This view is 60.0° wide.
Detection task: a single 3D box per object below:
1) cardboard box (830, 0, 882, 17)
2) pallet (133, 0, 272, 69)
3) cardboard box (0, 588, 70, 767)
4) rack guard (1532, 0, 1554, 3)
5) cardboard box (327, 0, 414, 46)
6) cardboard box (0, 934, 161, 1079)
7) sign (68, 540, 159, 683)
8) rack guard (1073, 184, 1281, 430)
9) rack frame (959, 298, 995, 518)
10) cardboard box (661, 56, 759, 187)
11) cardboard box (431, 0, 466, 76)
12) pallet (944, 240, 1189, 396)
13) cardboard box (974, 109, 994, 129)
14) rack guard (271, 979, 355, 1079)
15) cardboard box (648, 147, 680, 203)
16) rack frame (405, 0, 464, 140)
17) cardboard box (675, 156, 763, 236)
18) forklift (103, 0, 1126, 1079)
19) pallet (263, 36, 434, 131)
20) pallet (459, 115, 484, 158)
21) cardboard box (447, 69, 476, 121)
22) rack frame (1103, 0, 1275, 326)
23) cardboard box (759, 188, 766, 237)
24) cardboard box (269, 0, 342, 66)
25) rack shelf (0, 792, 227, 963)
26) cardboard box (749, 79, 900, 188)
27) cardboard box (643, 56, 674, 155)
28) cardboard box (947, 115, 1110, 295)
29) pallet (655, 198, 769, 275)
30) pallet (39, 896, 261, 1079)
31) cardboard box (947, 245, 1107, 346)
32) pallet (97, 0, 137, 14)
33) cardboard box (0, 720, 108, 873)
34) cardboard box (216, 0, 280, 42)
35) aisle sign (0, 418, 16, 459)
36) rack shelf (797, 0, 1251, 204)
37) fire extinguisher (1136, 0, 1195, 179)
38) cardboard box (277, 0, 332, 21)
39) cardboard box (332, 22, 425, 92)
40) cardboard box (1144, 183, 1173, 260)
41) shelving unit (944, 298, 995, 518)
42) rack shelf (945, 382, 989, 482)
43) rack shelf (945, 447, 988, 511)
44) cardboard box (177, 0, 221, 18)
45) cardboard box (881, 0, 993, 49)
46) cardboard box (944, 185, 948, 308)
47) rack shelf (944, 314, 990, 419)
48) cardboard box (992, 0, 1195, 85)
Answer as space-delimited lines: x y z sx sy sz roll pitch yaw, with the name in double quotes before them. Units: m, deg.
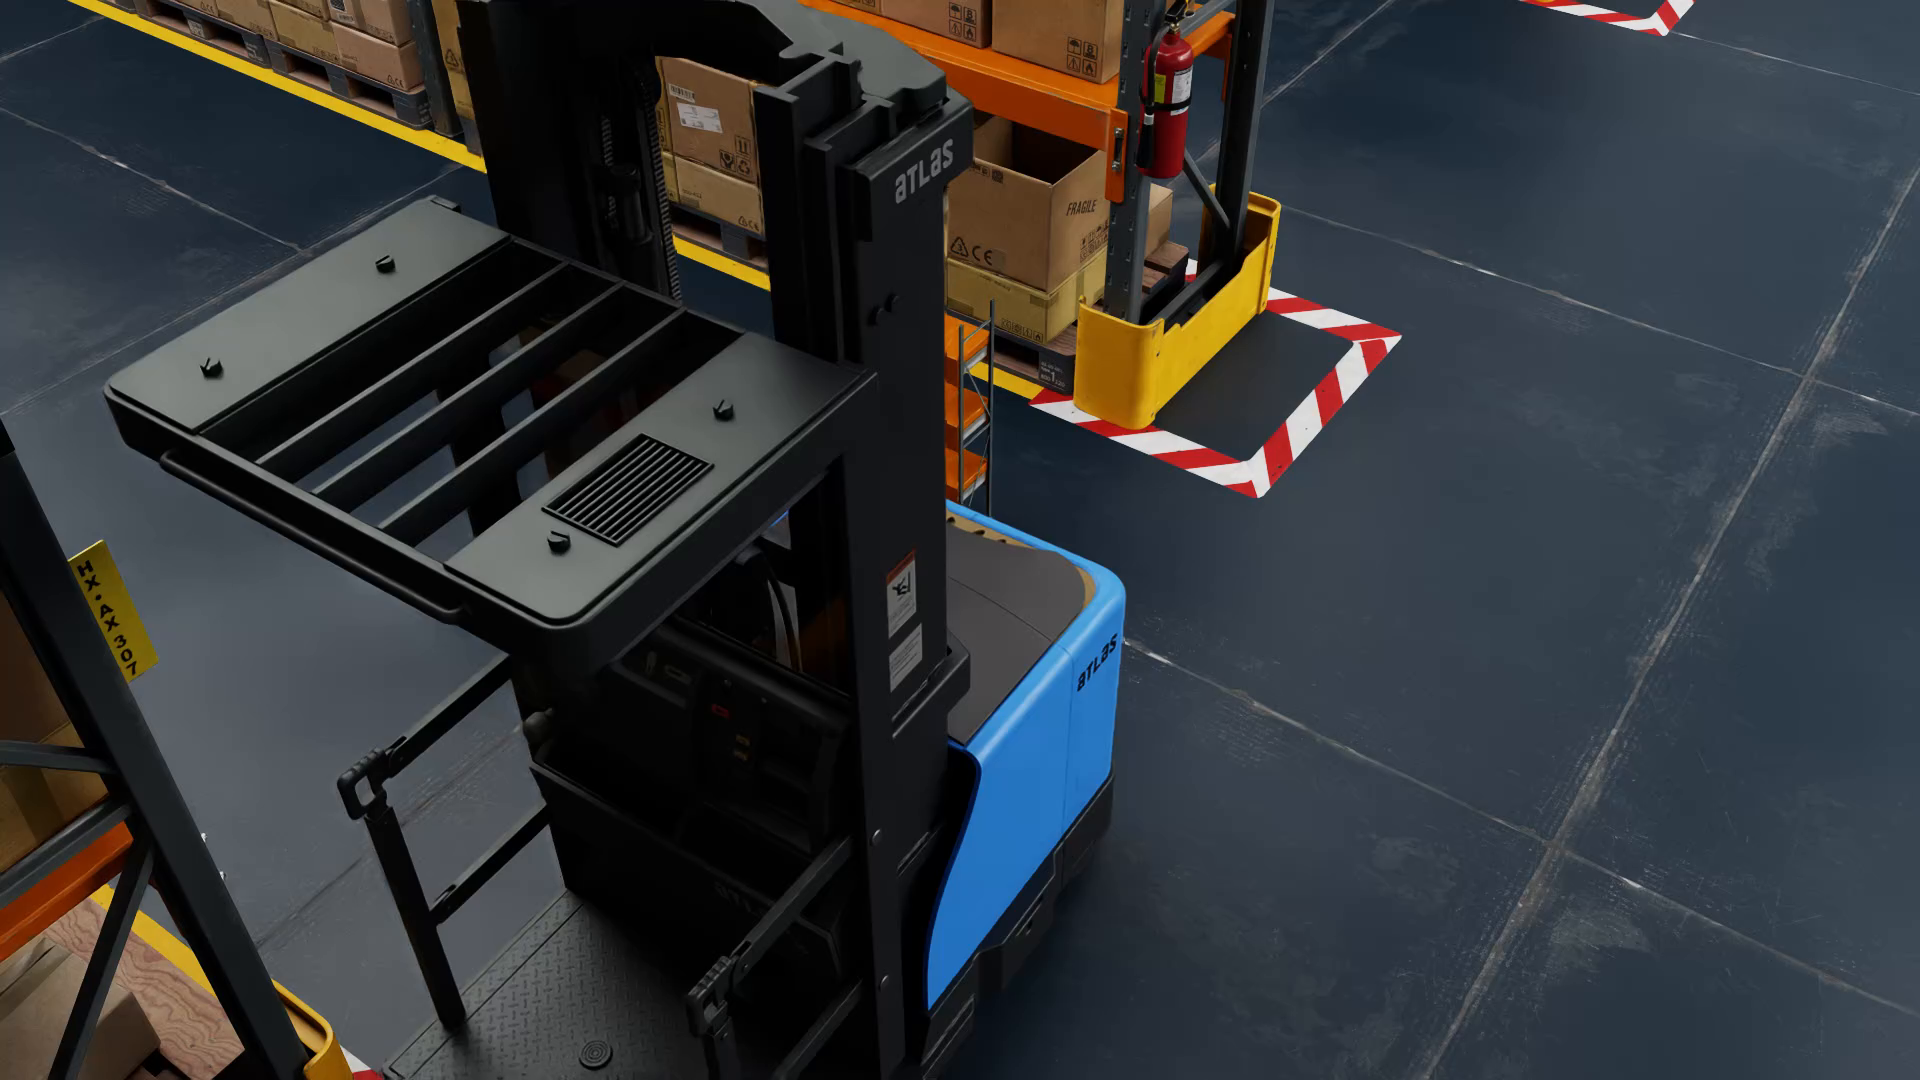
"cardboard box" -0.312 -2.554 6.780 0.500 0.500 0.700 25 48 26
"pallet" -4.004 -3.159 9.623 1.213 0.211 1.003 25 48 25
"cardboard box" -2.160 0.188 3.325 0.500 0.500 0.500 25 48 25
"rack guard" 3.657 -3.714 10.026 0.348 0.500 1.175 25 48 25
"cardboard box" -2.872 -2.810 8.468 0.500 0.311 0.500 25 48 25
"cardboard box" -2.457 1.290 4.245 0.500 0.311 0.500 20 46 21
"sign" -1.631 0.147 3.187 0.005 0.325 0.100 25 48 25
"rack guard" 0.919 -0.999 6.991 0.348 0.500 1.175 25 48 25
"rack frame" 0.056 -0.365 5.871 0.008 1.050 0.200 25 48 25
"cardboard box" -0.947 -1.961 7.377 0.500 0.500 0.500 25 48 25
"cardboard box" -2.176 -2.534 8.017 0.500 0.500 0.500 25 48 25
"pallet" 0.249 -1.170 7.400 1.213 0.211 1.003 25 48 25
"cardboard box" 0.177 -1.868 7.273 0.500 0.500 0.500 25 48 25
"rack guard" -2.004 1.669 4.010 0.348 0.500 1.175 25 48 25
"cardboard box" -1.357 -1.871 7.839 0.500 0.250 0.500 25 48 25
"rack frame" -2.376 -3.471 7.880 0.127 3.000 1.000 25 48 25
"cardboard box" -0.945 -1.683 7.629 0.500 0.250 0.500 25 48 25
"forklift" -0.761 0.450 3.550 1.130 2.935 3.031 24 47 24
"pallet" -3.001 -2.693 9.101 1.213 0.211 1.003 25 48 25
"pallet" -1.749 -2.105 8.444 1.213 0.211 1.003 25 48 25
"cardboard box" -2.170 -2.260 8.273 0.500 0.250 0.500 25 48 25
"rack frame" 0.899 -1.940 6.168 0.127 3.000 1.000 25 48 25
"cardboard box" -0.536 -1.491 7.414 0.500 0.250 0.500 25 48 25
"cardboard box" -3.295 -2.798 8.875 0.500 0.250 0.500 24 47 25
"rack shelf" -3.580 0.269 4.240 4.000 0.370 1.077 25 48 25
"cardboard box" -0.538 -1.769 7.162 0.500 0.500 0.500 25 48 25
"cardboard box" -1.357 -2.151 7.589 0.500 0.500 0.500 25 48 25
"cardboard box" 0.289 -1.394 6.743 0.500 0.500 0.500 25 48 25
"pallet" -0.746 -1.638 7.922 1.213 0.211 1.003 25 48 25
"pallet" -2.649 1.446 4.476 1.213 0.211 1.003 25 48 25
"cardboard box" 0.290 -1.115 6.994 0.500 0.250 0.500 25 48 25
"pallet" -4.999 -3.627 10.145 1.213 0.211 1.003 25 48 25
"cardboard box" -2.159 0.455 3.590 0.500 0.250 0.500 24 47 24
"cardboard box" -3.714 -2.994 9.093 0.500 0.250 0.500 26 48 26
"aisle sign" -1.711 -0.339 2.430 0.004 0.787 0.394 25 48 25
"rack shelf" -0.738 -2.437 7.264 4.000 0.370 1.077 25 48 25
"fire extinguisher" 0.729 -1.612 5.860 0.183 0.674 0.296 25 48 25
"cardboard box" -3.302 -3.006 8.687 0.500 0.311 0.500 26 48 26
"cardboard box" -2.882 -2.603 8.657 0.500 0.250 0.500 25 47 25
"cardboard box" 0.588 -1.398 7.310 0.500 0.250 0.500 25 48 25
"shelving unit" -0.044 -0.412 5.923 0.252 1.050 0.215 25 48 25
"rack shelf" -0.044 -0.404 5.930 0.240 0.259 0.215 25 48 25
"rack shelf" -0.044 -0.197 6.115 0.240 0.259 0.215 25 48 25
"cardboard box" -4.130 -3.189 9.312 0.500 0.250 0.500 26 48 26
"cardboard box" 0.092 -2.361 6.564 0.500 0.500 0.700 26 48 26
"cardboard box" -0.126 -1.300 7.201 0.500 0.250 0.500 25 48 25
"rack shelf" -0.044 -0.615 5.741 0.240 0.259 0.215 25 48 25
"cardboard box" 0.524 -2.163 6.342 0.500 0.500 0.700 25 48 25
